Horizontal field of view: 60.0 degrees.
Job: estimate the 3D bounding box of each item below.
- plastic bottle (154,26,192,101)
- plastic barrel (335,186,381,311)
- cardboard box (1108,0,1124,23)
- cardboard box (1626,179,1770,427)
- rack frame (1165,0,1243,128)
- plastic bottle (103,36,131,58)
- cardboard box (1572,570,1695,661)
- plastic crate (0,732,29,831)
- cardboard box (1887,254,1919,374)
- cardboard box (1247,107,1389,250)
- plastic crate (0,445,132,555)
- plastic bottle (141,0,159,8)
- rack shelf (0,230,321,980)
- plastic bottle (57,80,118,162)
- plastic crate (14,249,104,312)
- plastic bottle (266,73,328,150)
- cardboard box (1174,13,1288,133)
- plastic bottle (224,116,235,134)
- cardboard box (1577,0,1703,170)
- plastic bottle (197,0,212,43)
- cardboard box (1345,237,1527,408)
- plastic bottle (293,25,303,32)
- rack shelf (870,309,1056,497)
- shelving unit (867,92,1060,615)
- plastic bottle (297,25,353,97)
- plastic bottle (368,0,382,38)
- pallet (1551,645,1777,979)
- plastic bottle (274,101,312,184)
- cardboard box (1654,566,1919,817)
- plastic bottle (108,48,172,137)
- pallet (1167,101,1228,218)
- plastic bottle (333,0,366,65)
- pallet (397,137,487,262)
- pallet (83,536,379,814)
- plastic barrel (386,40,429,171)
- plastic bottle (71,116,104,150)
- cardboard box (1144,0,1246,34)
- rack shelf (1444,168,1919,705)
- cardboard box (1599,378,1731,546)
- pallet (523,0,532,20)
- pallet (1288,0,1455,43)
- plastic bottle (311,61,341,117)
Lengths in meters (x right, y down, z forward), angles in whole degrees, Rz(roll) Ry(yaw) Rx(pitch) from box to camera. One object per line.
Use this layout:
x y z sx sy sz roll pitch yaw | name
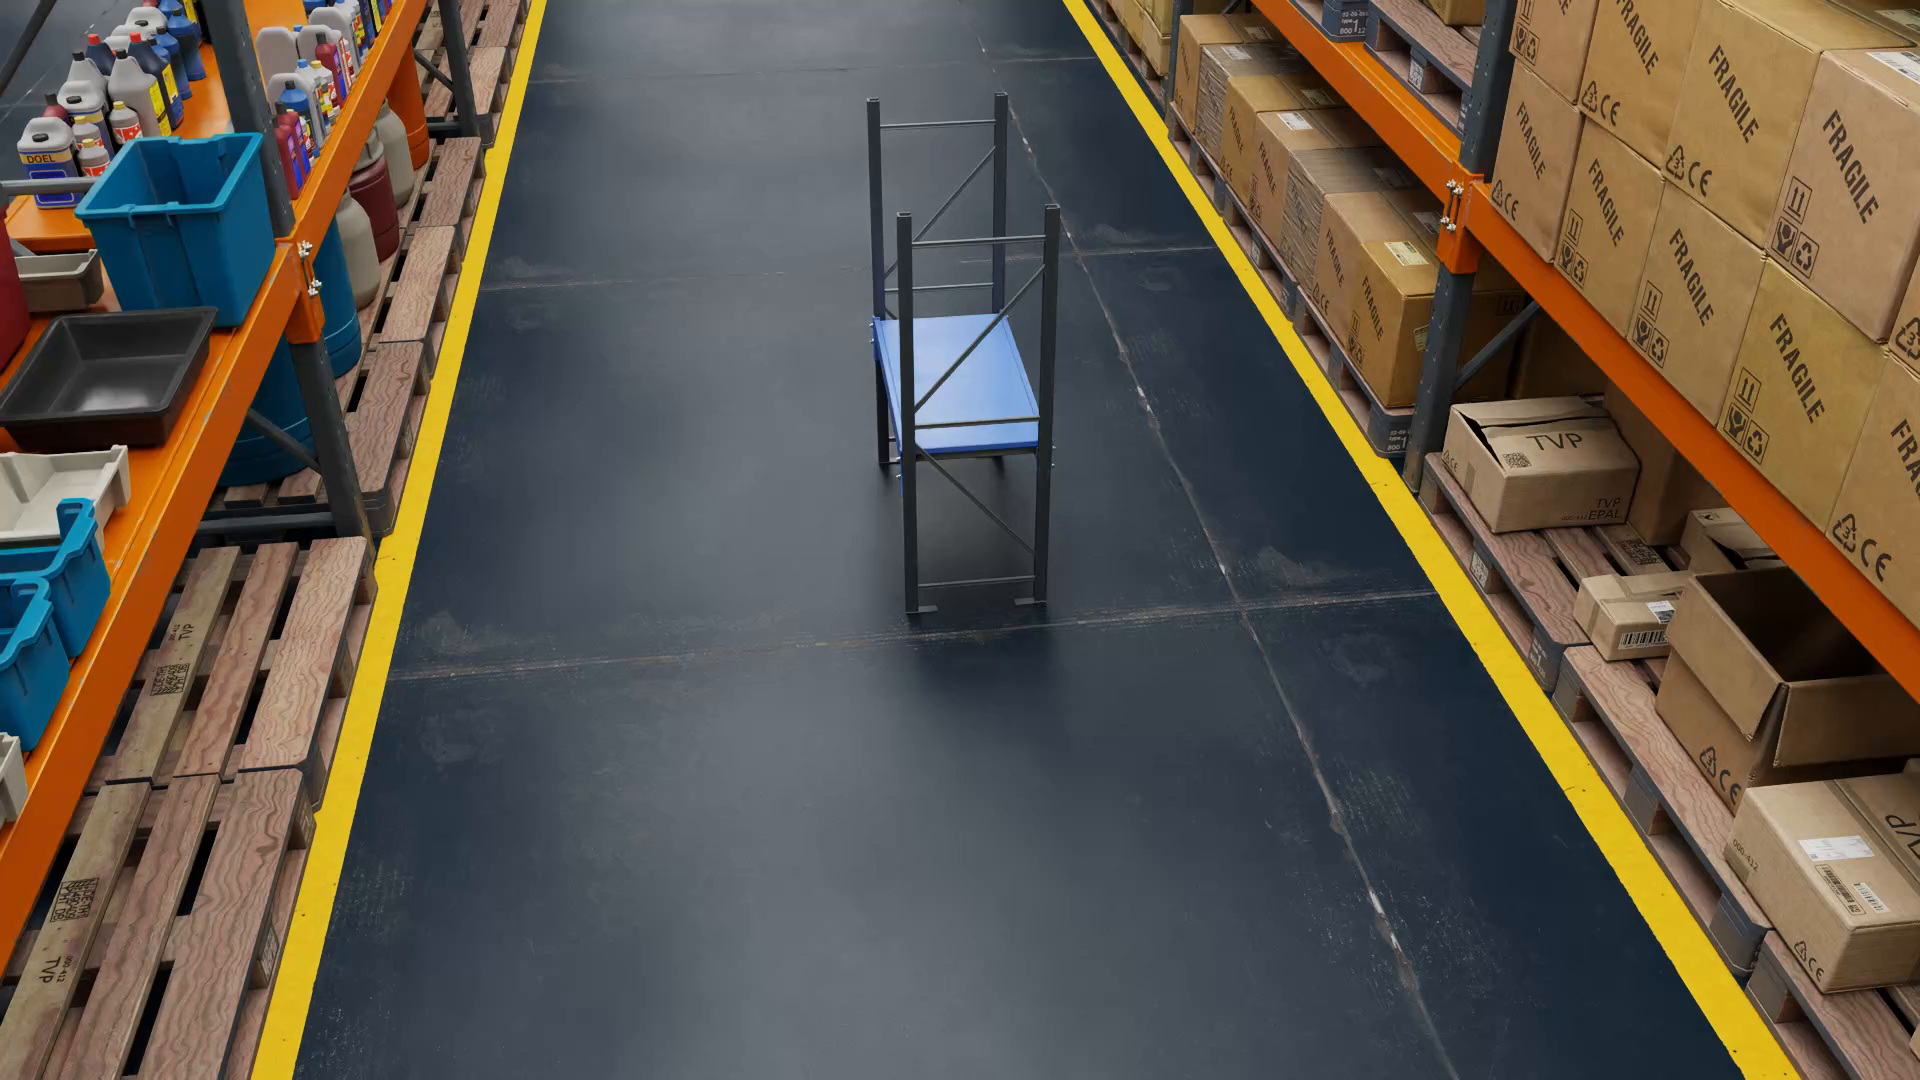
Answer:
-3.039 -1.836 6.394 0.097 0.271 0.097 0 34 0 | plastic bottle
-2.791 -1.280 7.302 0.421 0.512 0.421 0 34 0 | plastic barrel
1.269 -3.599 10.936 0.500 0.250 0.500 -4 34 -5 | cardboard box
2.193 -0.658 4.463 0.500 0.500 0.500 -5 35 -7 | cardboard box
1.719 -3.718 9.043 1.000 3.000 0.127 -4 35 -6 | rack frame
-3.142 -1.743 6.254 0.152 0.276 0.135 -4 35 -6 | plastic bottle
2.225 0.235 5.366 0.380 0.166 0.250 -4 35 -6 | cardboard box
-1.873 0.477 3.068 0.250 0.136 0.298 -4 35 -6 | plastic crate
2.320 -0.507 3.354 0.500 0.500 0.500 -3 34 -5 | cardboard box
1.711 -1.729 7.952 0.500 0.500 0.500 -5 35 -8 | cardboard box
-2.120 -0.080 3.885 0.293 0.136 0.466 -4 35 -6 | plastic crate
-3.268 -2.076 6.736 0.061 0.283 0.133 -4 35 -6 | plastic bottle
-2.383 0.300 3.785 1.077 0.370 4.000 -4 35 -6 | rack shelf
-3.074 -1.461 5.841 0.152 0.276 0.135 -4 35 -6 | plastic bottle
-2.731 -0.758 4.880 0.396 0.136 0.243 -4 35 -6 | plastic crate
-2.386 -1.553 5.976 0.152 0.276 0.135 -4 35 -6 | plastic bottle
1.497 -2.592 9.218 0.500 0.500 0.500 -3 34 -4 | cardboard box
-2.383 -1.336 5.591 0.144 0.351 0.185 -4 35 -6 | plastic bottle
2.112 -1.369 4.618 0.500 0.500 0.500 -5 35 -8 | cardboard box
-3.115 -2.282 6.979 0.144 0.351 0.185 -4 35 -6 | plastic bottle
1.907 -0.889 6.719 0.500 0.500 0.500 -5 35 -7 | cardboard box
-2.613 -1.944 6.616 0.097 0.201 0.097 0 34 0 | plastic bottle
-0.011 -0.519 5.999 0.538 0.185 1.000 -4 35 -6 | rack shelf
-0.011 -0.667 5.897 0.538 1.500 1.048 -4 35 -6 | shelving unit
-2.461 -1.866 6.434 0.152 0.276 0.135 -4 35 -6 | plastic bottle
-2.516 -2.288 7.048 0.061 0.283 0.133 -4 35 -6 | plastic bottle
2.516 0.732 4.989 1.003 0.211 1.213 -4 35 -6 | pallet
-2.296 -1.376 5.710 0.061 0.283 0.133 -4 35 -6 | plastic bottle
2.515 0.412 4.809 0.797 0.503 0.637 -4 35 -6 | cardboard box
-2.957 -1.592 5.966 0.144 0.351 0.185 -4 35 -6 | plastic bottle
1.782 -2.146 9.212 1.003 0.211 1.213 -4 35 -6 | pallet
-2.481 -2.060 6.723 0.097 0.271 0.097 0 34 0 | plastic bottle
-3.042 -1.756 8.640 1.003 0.211 1.213 -4 35 -6 | pallet
-2.514 0.447 5.407 1.003 0.211 1.213 -4 35 -6 | pallet
-3.107 -2.350 8.589 0.600 0.830 0.708 -4 35 -6 | plastic barrel
-3.025 -1.368 5.770 0.097 0.201 0.097 0 34 0 | plastic bottle
1.405 -3.261 9.942 0.500 0.311 0.500 -3 34 -5 | cardboard box
2.526 -0.073 4.332 1.077 0.370 4.000 -4 35 -6 | rack shelf
2.615 -0.339 5.912 0.500 0.500 0.500 -4 35 -6 | cardboard box
-3.584 -3.990 11.917 1.003 0.211 1.213 -4 35 -6 | pallet
1.985 -2.554 7.505 1.003 0.211 1.213 -4 35 -6 | pallet
-2.400 -1.698 6.254 0.097 0.201 0.097 0 34 0 | plastic bottle
